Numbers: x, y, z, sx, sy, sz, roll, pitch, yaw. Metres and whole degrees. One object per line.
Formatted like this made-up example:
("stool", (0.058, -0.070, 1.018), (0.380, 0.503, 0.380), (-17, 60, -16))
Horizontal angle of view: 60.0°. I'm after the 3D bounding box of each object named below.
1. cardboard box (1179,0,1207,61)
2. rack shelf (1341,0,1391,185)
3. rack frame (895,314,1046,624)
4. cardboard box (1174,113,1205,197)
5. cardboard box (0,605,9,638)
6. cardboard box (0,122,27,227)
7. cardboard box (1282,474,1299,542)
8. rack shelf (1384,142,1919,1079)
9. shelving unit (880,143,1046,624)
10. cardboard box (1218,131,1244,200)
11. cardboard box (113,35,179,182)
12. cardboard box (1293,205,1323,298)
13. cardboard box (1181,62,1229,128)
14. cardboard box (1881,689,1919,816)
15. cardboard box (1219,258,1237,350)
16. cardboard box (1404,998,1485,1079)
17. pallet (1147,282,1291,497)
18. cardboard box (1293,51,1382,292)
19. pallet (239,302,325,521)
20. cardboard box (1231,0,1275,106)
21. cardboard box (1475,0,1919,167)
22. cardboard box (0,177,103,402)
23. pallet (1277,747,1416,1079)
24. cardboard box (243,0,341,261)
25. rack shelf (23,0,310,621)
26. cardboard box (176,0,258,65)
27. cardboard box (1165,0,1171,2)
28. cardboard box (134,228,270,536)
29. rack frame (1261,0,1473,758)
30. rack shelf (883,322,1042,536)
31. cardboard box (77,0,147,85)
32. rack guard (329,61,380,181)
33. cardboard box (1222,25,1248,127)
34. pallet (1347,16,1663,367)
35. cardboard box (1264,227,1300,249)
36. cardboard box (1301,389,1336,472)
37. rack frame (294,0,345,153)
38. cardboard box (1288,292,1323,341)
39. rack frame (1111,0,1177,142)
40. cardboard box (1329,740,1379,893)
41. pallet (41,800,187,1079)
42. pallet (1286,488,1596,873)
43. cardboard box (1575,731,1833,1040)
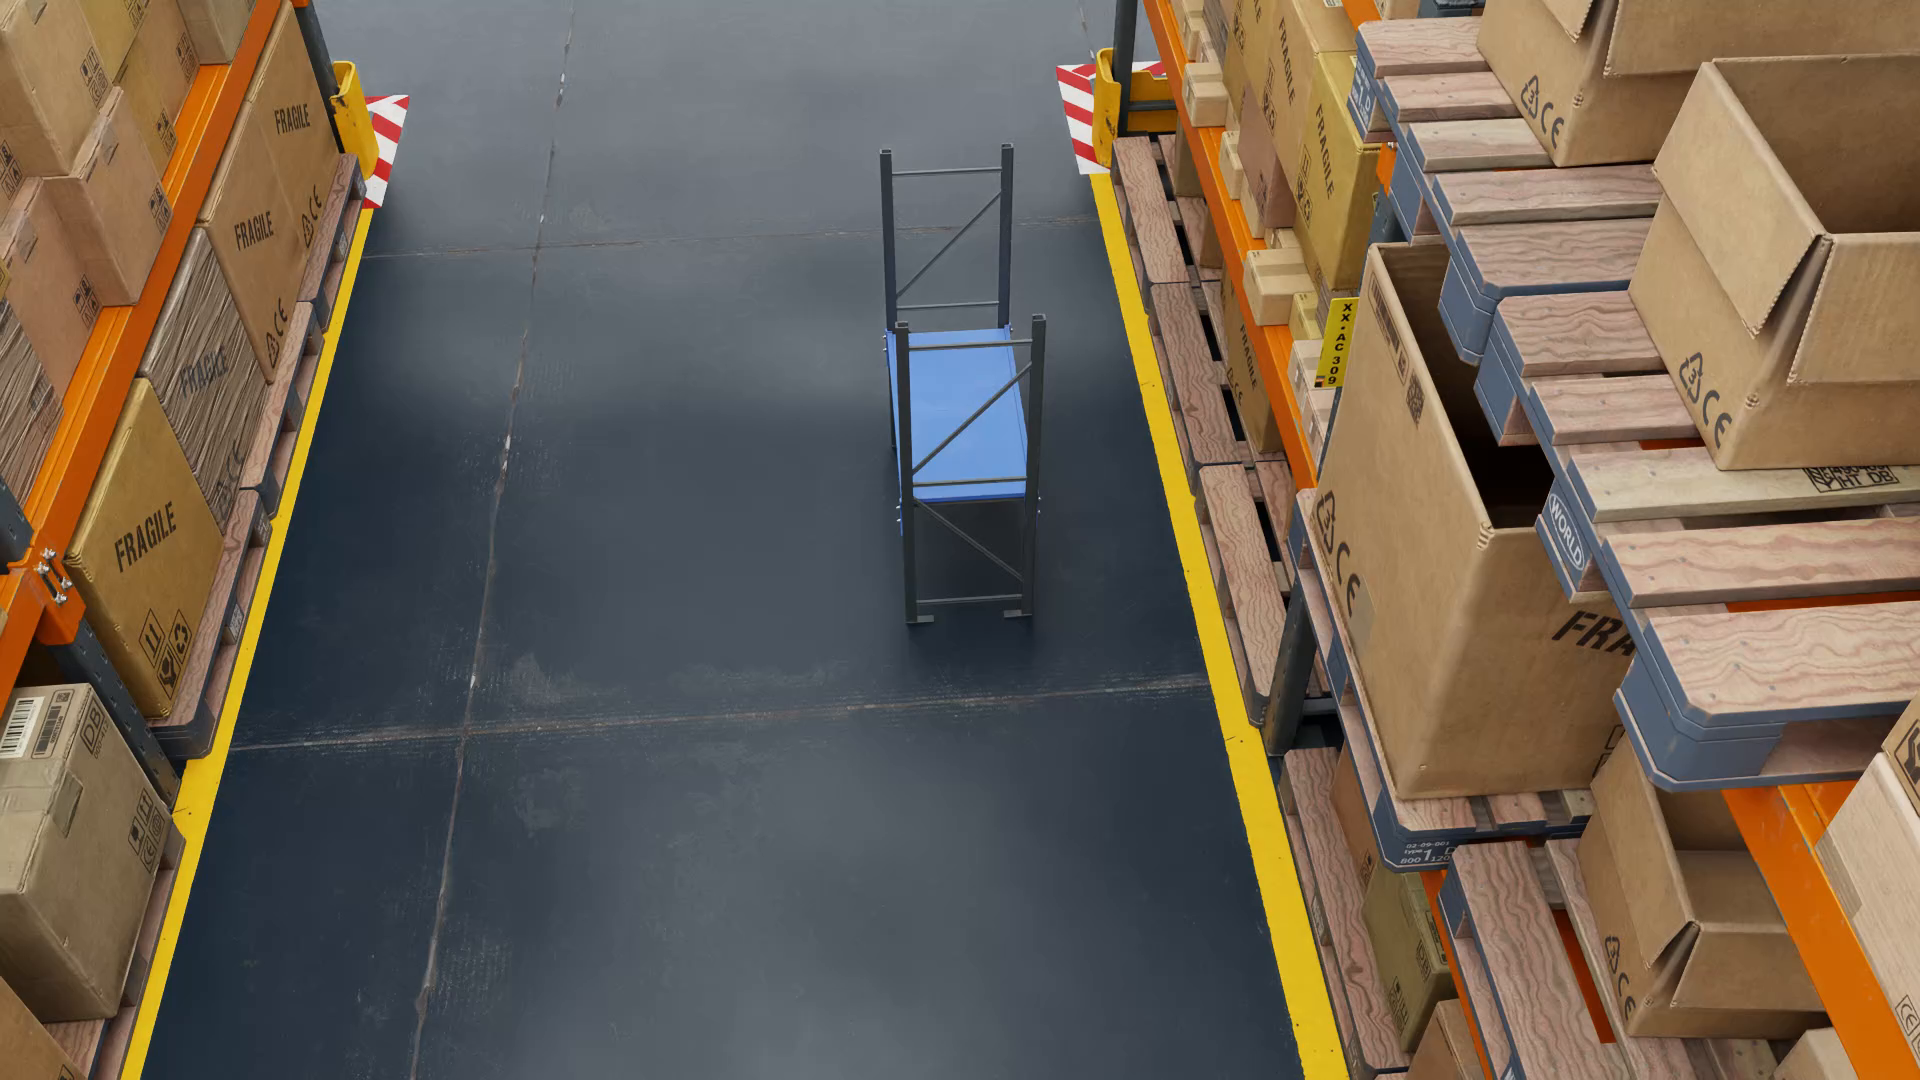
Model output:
("cardboard box", (1.141, -2.165, 7.044), (0.380, 0.149, 0.250), (-3, 47, -3))
("rack shelf", (1.459, -2.534, 5.650), (1.077, 0.370, 4.000), (-3, 47, -3))
("rack frame", (0.035, -0.210, 6.052), (0.500, 1.500, 0.032), (-3, 47, -3))
("cardboard box", (1.327, -2.029, 8.175), (0.500, 0.500, 0.500), (4, 47, 4))
("cardboard box", (-3.014, 0.252, 4.513), (0.500, 0.500, 0.500), (-4, 47, -4))
("cardboard box", (-3.483, -1.158, 5.070), (0.875, 0.550, 0.550), (-3, 47, -3))
("cardboard box", (1.577, -0.294, 6.531), (0.500, 0.500, 0.500), (10, 47, 9))
("rack shelf", (1.794, 0.360, 2.909), (1.077, 0.370, 4.000), (-3, 47, -3))
("shelving unit", (-0.007, -0.577, 6.400), (0.538, 1.500, 1.048), (-3, 47, -3))
("cardboard box", (1.205, -1.441, 6.358), (0.380, 0.149, 0.250), (-3, 47, -3))
("cardboard box", (-3.508, -1.564, 6.199), (0.875, 0.550, 0.500), (-3, 47, -3))
("cardboard box", (1.644, -1.133, 5.620), (0.875, 0.500, 0.500), (-3, 47, -3))
("cardboard box", (1.107, -1.799, 6.697), (0.380, 0.149, 0.250), (-3, 47, -3))
("cardboard box", (1.592, 0.294, 2.063), (0.500, 0.500, 0.500), (-3, 47, -3))
("cardboard box", (1.445, -1.145, 7.337), (0.500, 0.500, 0.500), (0, 47, 0))
("cardboard box", (1.725, 1.602, 4.722), (0.700, 0.500, 0.500), (-7, 47, -7))
("pallet", (1.430, -0.713, 7.416), (1.003, 0.211, 1.213), (-3, 47, -3))
("cardboard box", (1.315, -1.092, 4.893), (0.500, 0.500, 0.500), (-3, 47, -3))
("pallet", (-3.415, -0.556, 7.267), (1.003, 0.211, 1.213), (-3, 47, -3))
("cardboard box", (1.231, -1.816, 5.578), (0.500, 0.500, 0.500), (-3, 47, -3))
("cardboard box", (1.567, -1.168, 3.501), (0.797, 0.503, 0.637), (-6, 47, -5))
("cardboard box", (-3.436, -0.789, 5.465), (0.875, 0.550, 0.550), (-3, 47, -3))
("pallet", (1.693, 1.219, 5.587), (1.003, 0.211, 1.213), (-3, 47, -3))
("cardboard box", (-3.537, -1.896, 7.790), (0.875, 0.875, 0.875), (-3, 47, -3))
("rack shelf", (-3.492, -1.274, 6.523), (1.077, 0.370, 4.000), (-3, 47, -3))
("cardboard box", (-3.515, -2.358, 6.950), (0.875, 0.550, 0.550), (-3, 47, -3))
("cardboard box", (1.086, -2.526, 7.386), (0.380, 0.149, 0.250), (-3, 47, -3))
("cardboard box", (-3.387, -0.600, 6.563), (0.875, 0.875, 0.875), (-3, 47, -3))
("rack frame", (1.626, -0.303, 5.108), (1.000, 3.000, 0.127), (-3, 47, -3))
("rack shelf", (-0.007, -0.454, 6.531), (0.538, 0.185, 1.000), (-3, 47, -3))
("cardboard box", (-3.443, -1.940, 5.810), (0.875, 0.550, 0.500), (-3, 47, -3))
("rack guard", (-3.661, -2.127, 8.556), (1.175, 0.500, 0.348), (-3, 47, -3))
("cardboard box", (1.501, -1.853, 6.302), (0.875, 0.500, 0.500), (-3, 47, -3))
("pallet", (1.572, -0.817, 3.658), (1.213, 0.211, 1.003), (-3, 47, -3))
("cardboard box", (1.322, -1.083, 6.020), (0.380, 0.149, 0.250), (-3, 47, -3))
("cardboard box", (1.316, -0.354, 5.329), (0.380, 0.149, 0.250), (-3, 47, -3))
("rack frame", (-3.659, -2.969, 7.632), (1.000, 3.000, 0.127), (-3, 47, -3))
("cardboard box", (1.343, -0.720, 5.676), (0.380, 0.149, 0.250), (-3, 47, -3))
("rack frame", (1.292, -3.197, 7.848), (1.000, 3.000, 0.127), (-3, 47, -3))
("cardboard box", (1.656, 0.851, 5.433), (0.700, 0.500, 0.500), (-7, 47, -6))
("pallet", (-3.185, 1.438, 5.379), (1.003, 0.211, 1.213), (-3, 47, -3))
("pallet", (1.545, 0.325, 4.645), (1.003, 0.211, 1.213), (-3, 47, -3))
("cardboard box", (1.864, 0.766, 3.735), (0.797, 0.503, 0.637), (1, 47, 1))
